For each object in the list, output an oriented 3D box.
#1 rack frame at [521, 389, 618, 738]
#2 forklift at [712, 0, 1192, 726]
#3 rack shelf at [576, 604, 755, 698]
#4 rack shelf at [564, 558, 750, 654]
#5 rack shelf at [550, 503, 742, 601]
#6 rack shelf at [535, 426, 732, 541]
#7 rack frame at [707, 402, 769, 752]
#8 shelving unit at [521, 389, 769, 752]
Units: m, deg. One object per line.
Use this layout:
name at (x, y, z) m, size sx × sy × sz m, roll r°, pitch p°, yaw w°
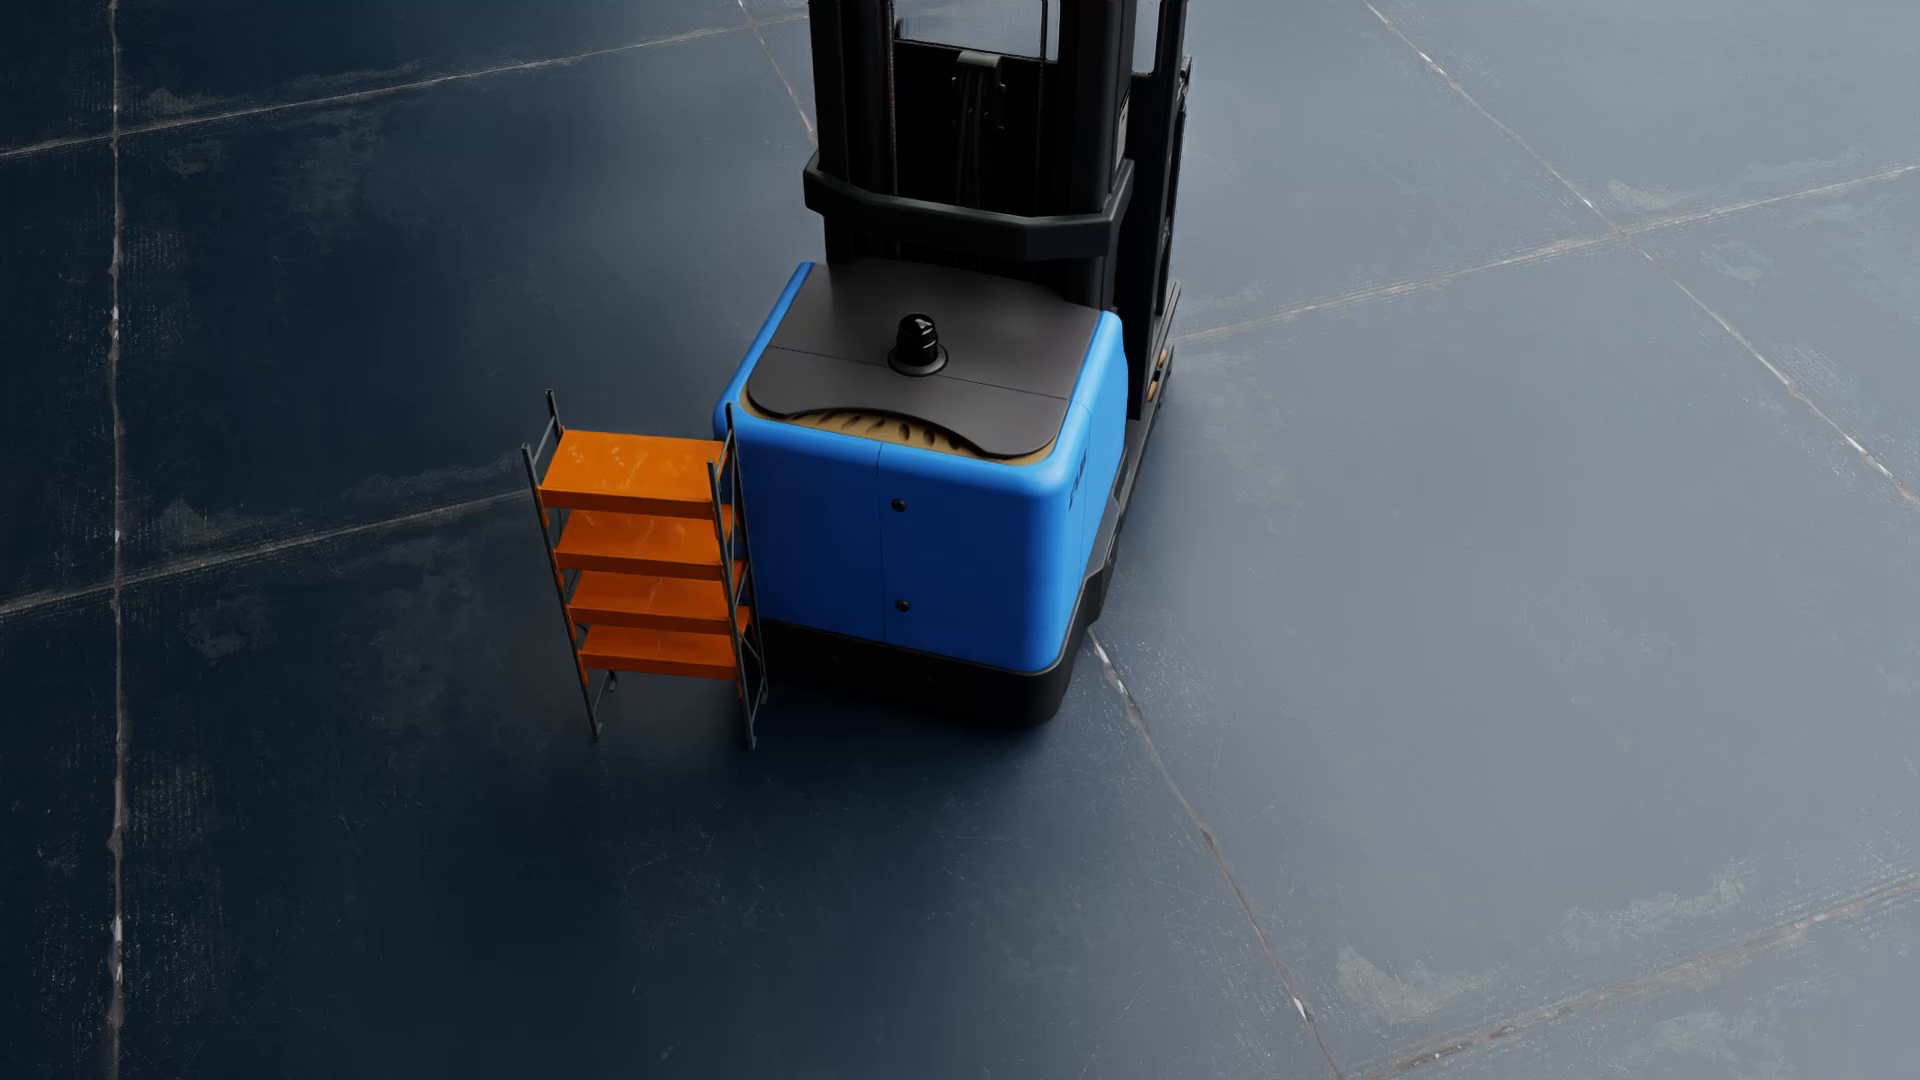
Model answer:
rack frame at (-1.112, 0.103, 4.800) m, size 0.015 × 1.200 × 0.240 m, roll 4°, pitch 45°, yaw 4°
forklift at (0.179, -1.529, 5.205) m, size 1.130 × 2.935 × 3.031 m, roll 11°, pitch 46°, yaw 11°
rack shelf at (-0.870, 0.310, 4.969) m, size 0.480 × 0.148 × 0.258 m, roll 4°, pitch 45°, yaw 4°
rack shelf at (-0.870, 0.170, 4.829) m, size 0.480 × 0.148 × 0.258 m, roll 4°, pitch 45°, yaw 4°
rack shelf at (-0.870, 0.012, 4.670) m, size 0.480 × 0.148 × 0.258 m, roll 4°, pitch 45°, yaw 4°
rack shelf at (-0.870, -0.155, 4.503) m, size 0.480 × 0.148 × 0.258 m, roll 4°, pitch 45°, yaw 4°
rack frame at (-0.627, 0.141, 4.762) m, size 0.015 × 1.200 × 0.240 m, roll 4°, pitch 45°, yaw 4°
shelving unit at (-0.870, 0.122, 4.781) m, size 0.503 × 1.200 × 0.258 m, roll 4°, pitch 45°, yaw 4°
